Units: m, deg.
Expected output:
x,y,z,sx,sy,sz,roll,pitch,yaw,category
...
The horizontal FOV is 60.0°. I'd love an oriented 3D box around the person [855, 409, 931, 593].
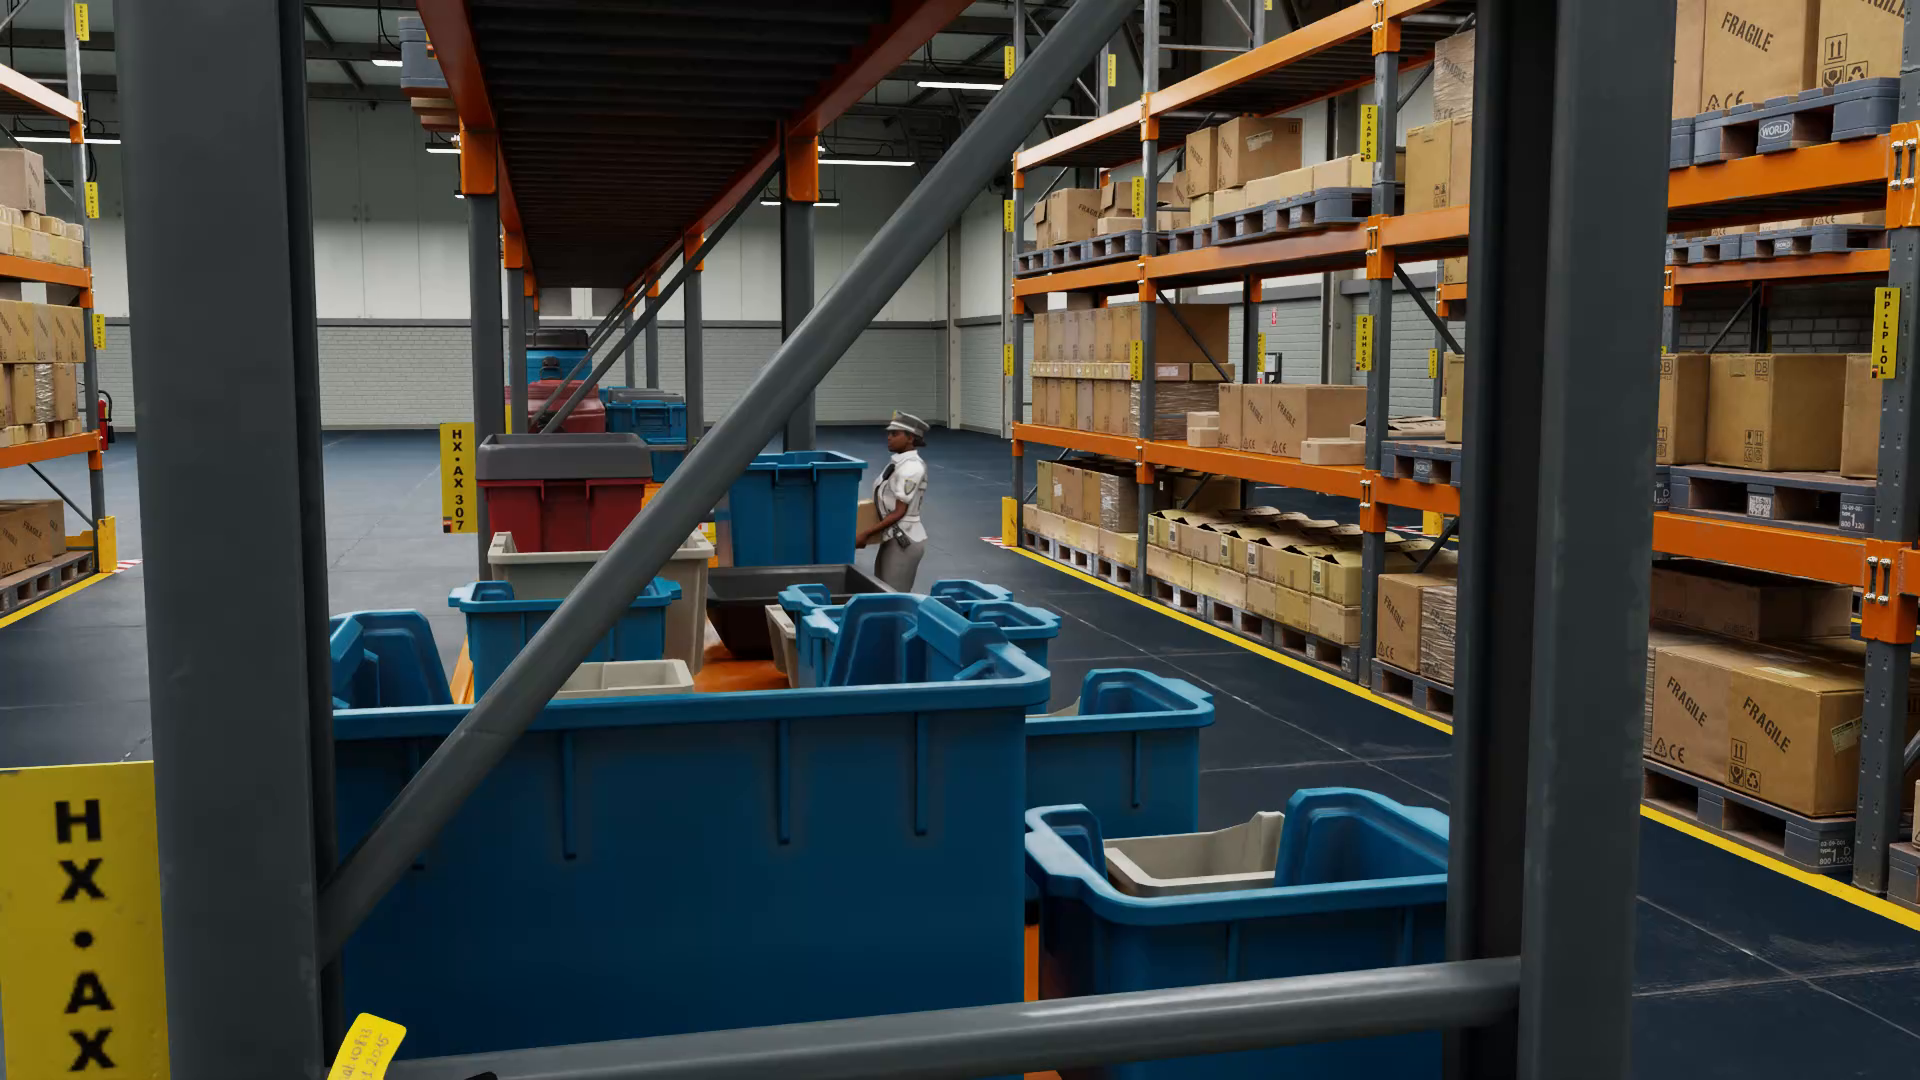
x,y,z,sx,sy,sz,roll,pitch,yaw,category
-0.450,0.048,10.140,0.533,1.688,0.451,-1,6,-13,person
